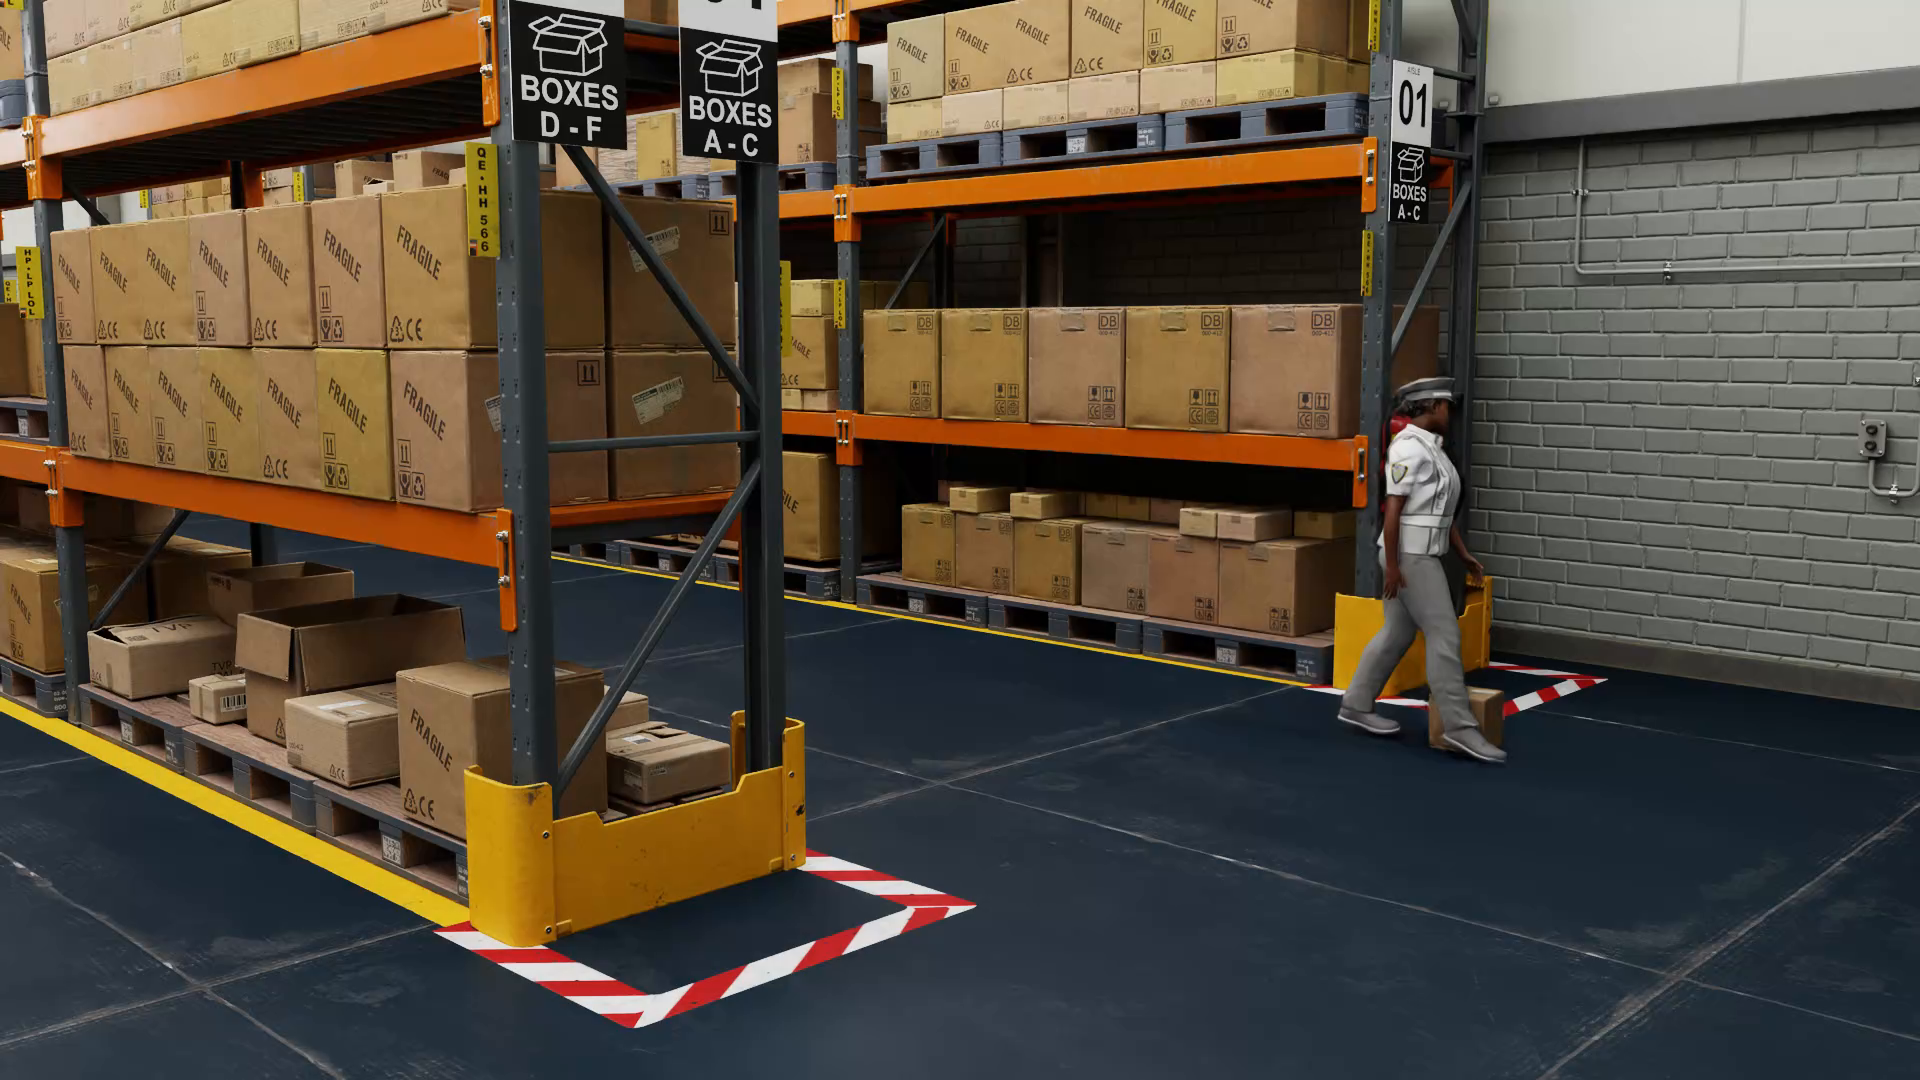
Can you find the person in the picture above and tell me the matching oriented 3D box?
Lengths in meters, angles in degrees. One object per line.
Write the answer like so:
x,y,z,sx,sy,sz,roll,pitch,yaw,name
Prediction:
2.107,0.101,7.464,0.794,1.650,0.547,3,8,25,person
